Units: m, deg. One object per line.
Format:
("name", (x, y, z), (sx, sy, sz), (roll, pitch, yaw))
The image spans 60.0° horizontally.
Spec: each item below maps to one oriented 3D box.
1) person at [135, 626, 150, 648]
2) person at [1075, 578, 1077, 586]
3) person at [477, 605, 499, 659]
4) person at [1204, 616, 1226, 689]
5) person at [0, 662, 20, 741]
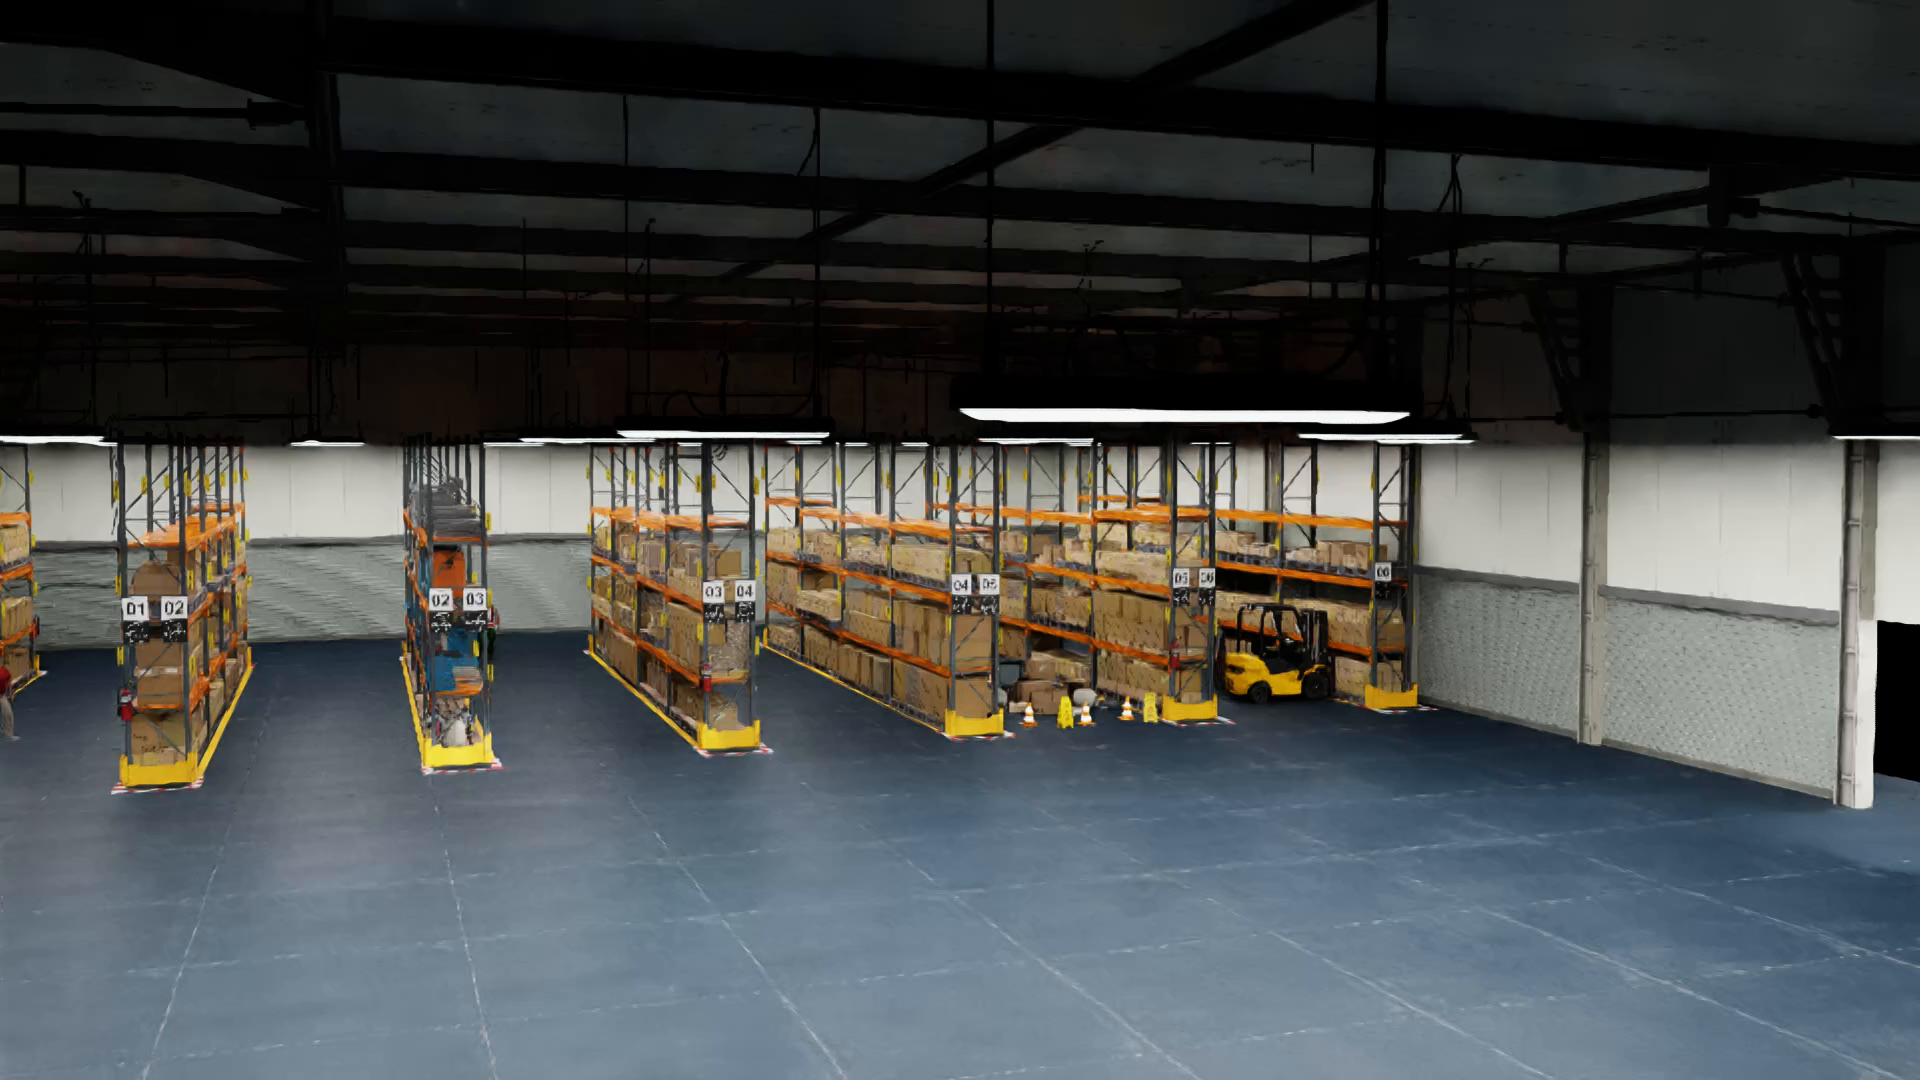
("person", (-20.476, 2.536, 41.817), (0.553, 1.709, 1.123), (-1, 3, -17))
("person", (3.880, 1.948, 52.952), (0.571, 1.666, 0.375), (3, 4, 39))
("person", (-12.831, 2.364, 45.061), (0.677, 1.742, 0.552), (-1, 3, -22))
("person", (6.102, 2.655, 39.550), (0.576, 1.718, 0.626), (1, 3, 9))
("person", (-18.786, 3.084, 32.410), (0.691, 1.658, 0.860), (-2, 4, -37))
